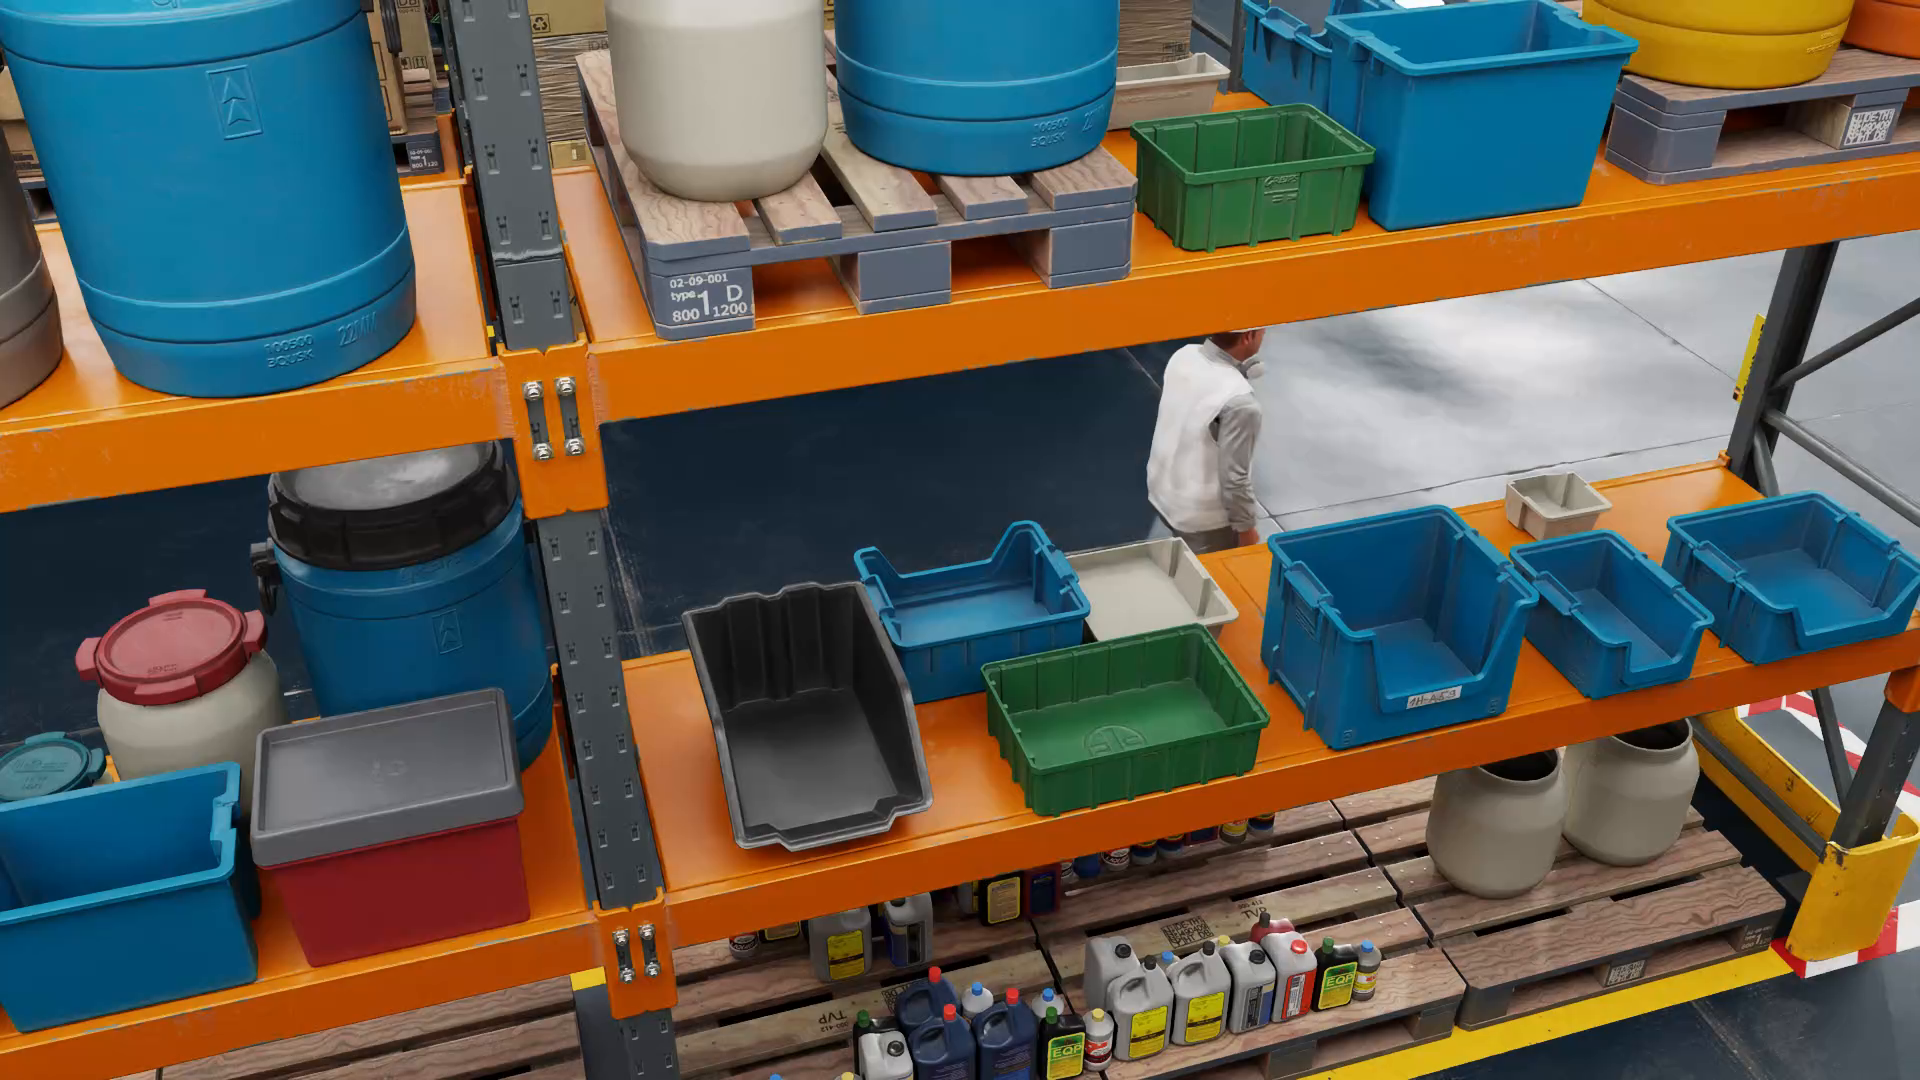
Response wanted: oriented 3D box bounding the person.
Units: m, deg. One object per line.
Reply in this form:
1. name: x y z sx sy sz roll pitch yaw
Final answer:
1. person: 0.957 -0.155 6.350 0.472 1.771 0.581 -11 35 -16
